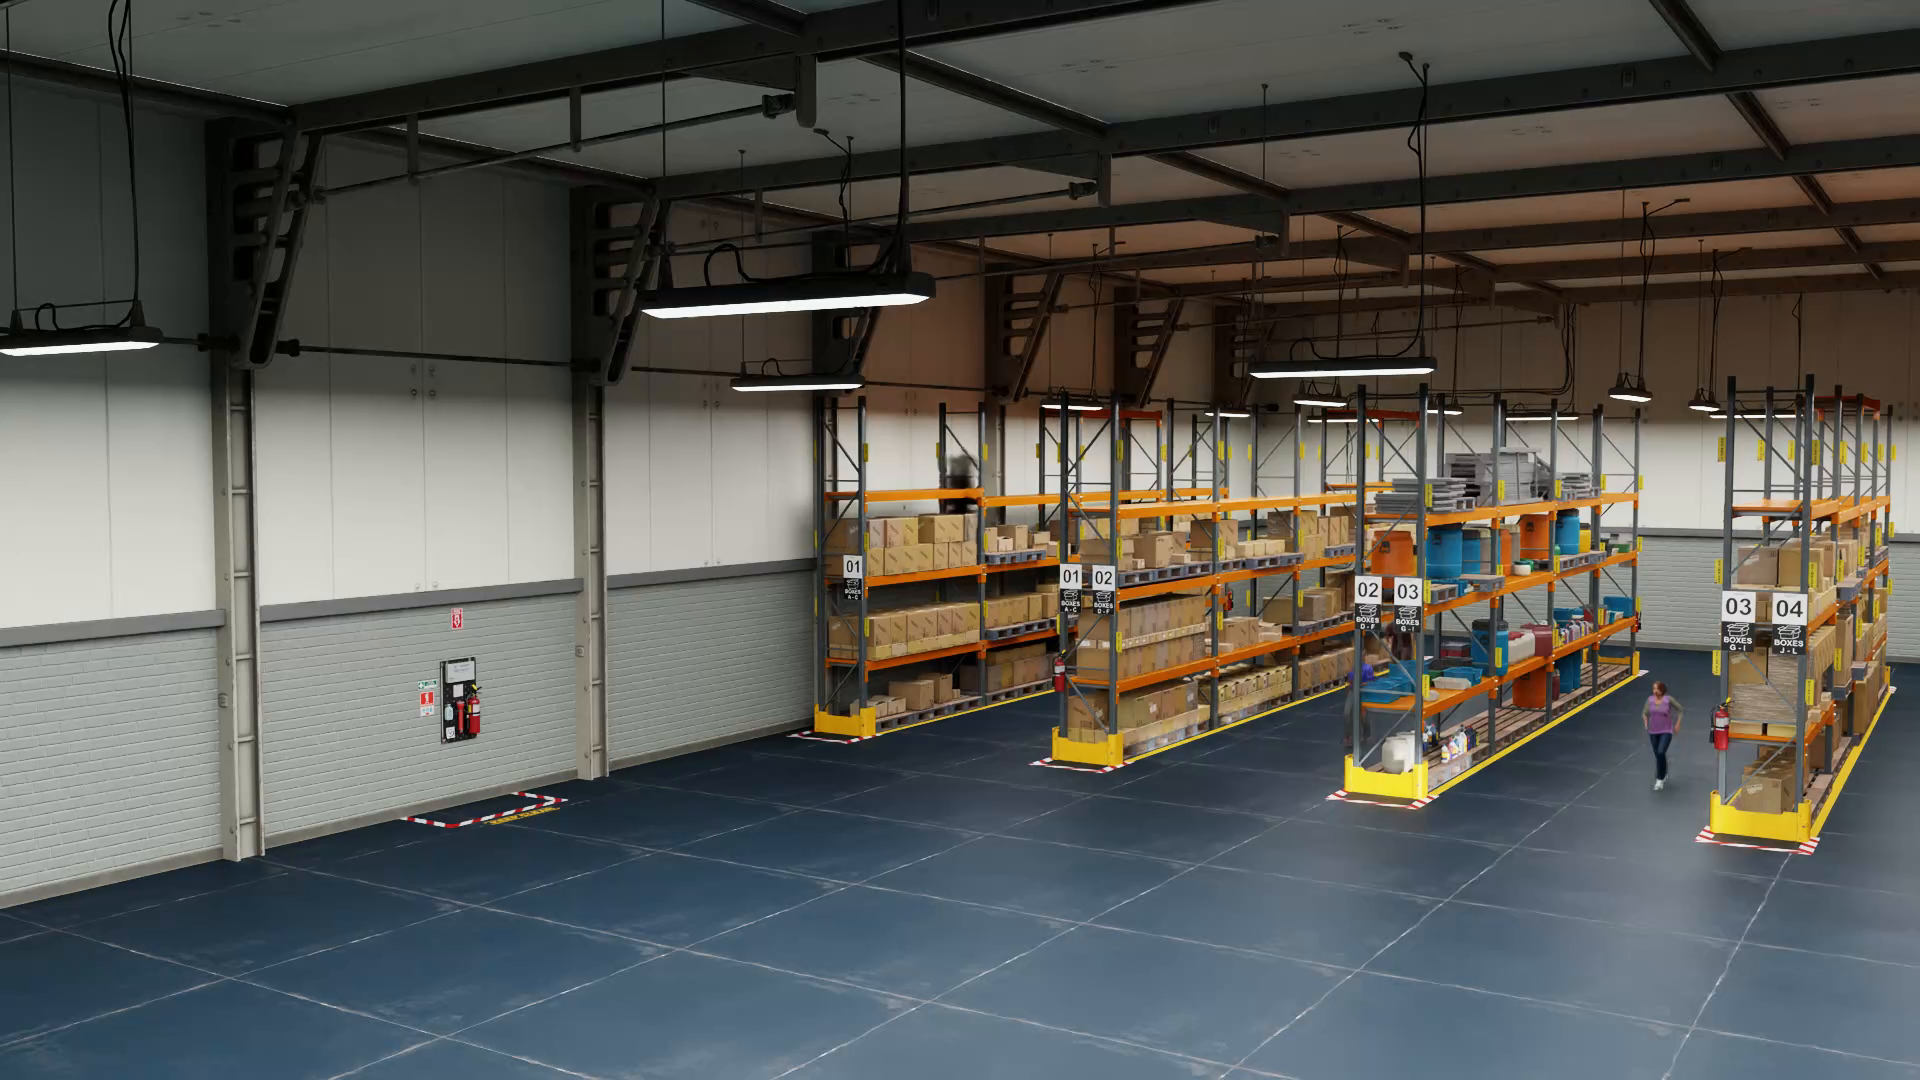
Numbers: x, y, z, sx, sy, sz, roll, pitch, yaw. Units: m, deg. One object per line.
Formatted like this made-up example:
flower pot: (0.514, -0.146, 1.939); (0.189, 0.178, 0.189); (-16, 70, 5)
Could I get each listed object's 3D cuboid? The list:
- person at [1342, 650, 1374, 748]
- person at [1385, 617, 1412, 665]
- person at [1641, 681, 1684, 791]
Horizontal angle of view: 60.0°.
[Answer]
person: (6.840, 2.702, 28.338); (0.559, 1.690, 0.708); (3, 4, 41)
person: (9.383, 2.338, 35.227); (0.740, 1.626, 0.959); (2, 3, 28)
person: (10.443, 2.909, 24.766); (0.762, 1.638, 0.538); (-3, 4, -45)
